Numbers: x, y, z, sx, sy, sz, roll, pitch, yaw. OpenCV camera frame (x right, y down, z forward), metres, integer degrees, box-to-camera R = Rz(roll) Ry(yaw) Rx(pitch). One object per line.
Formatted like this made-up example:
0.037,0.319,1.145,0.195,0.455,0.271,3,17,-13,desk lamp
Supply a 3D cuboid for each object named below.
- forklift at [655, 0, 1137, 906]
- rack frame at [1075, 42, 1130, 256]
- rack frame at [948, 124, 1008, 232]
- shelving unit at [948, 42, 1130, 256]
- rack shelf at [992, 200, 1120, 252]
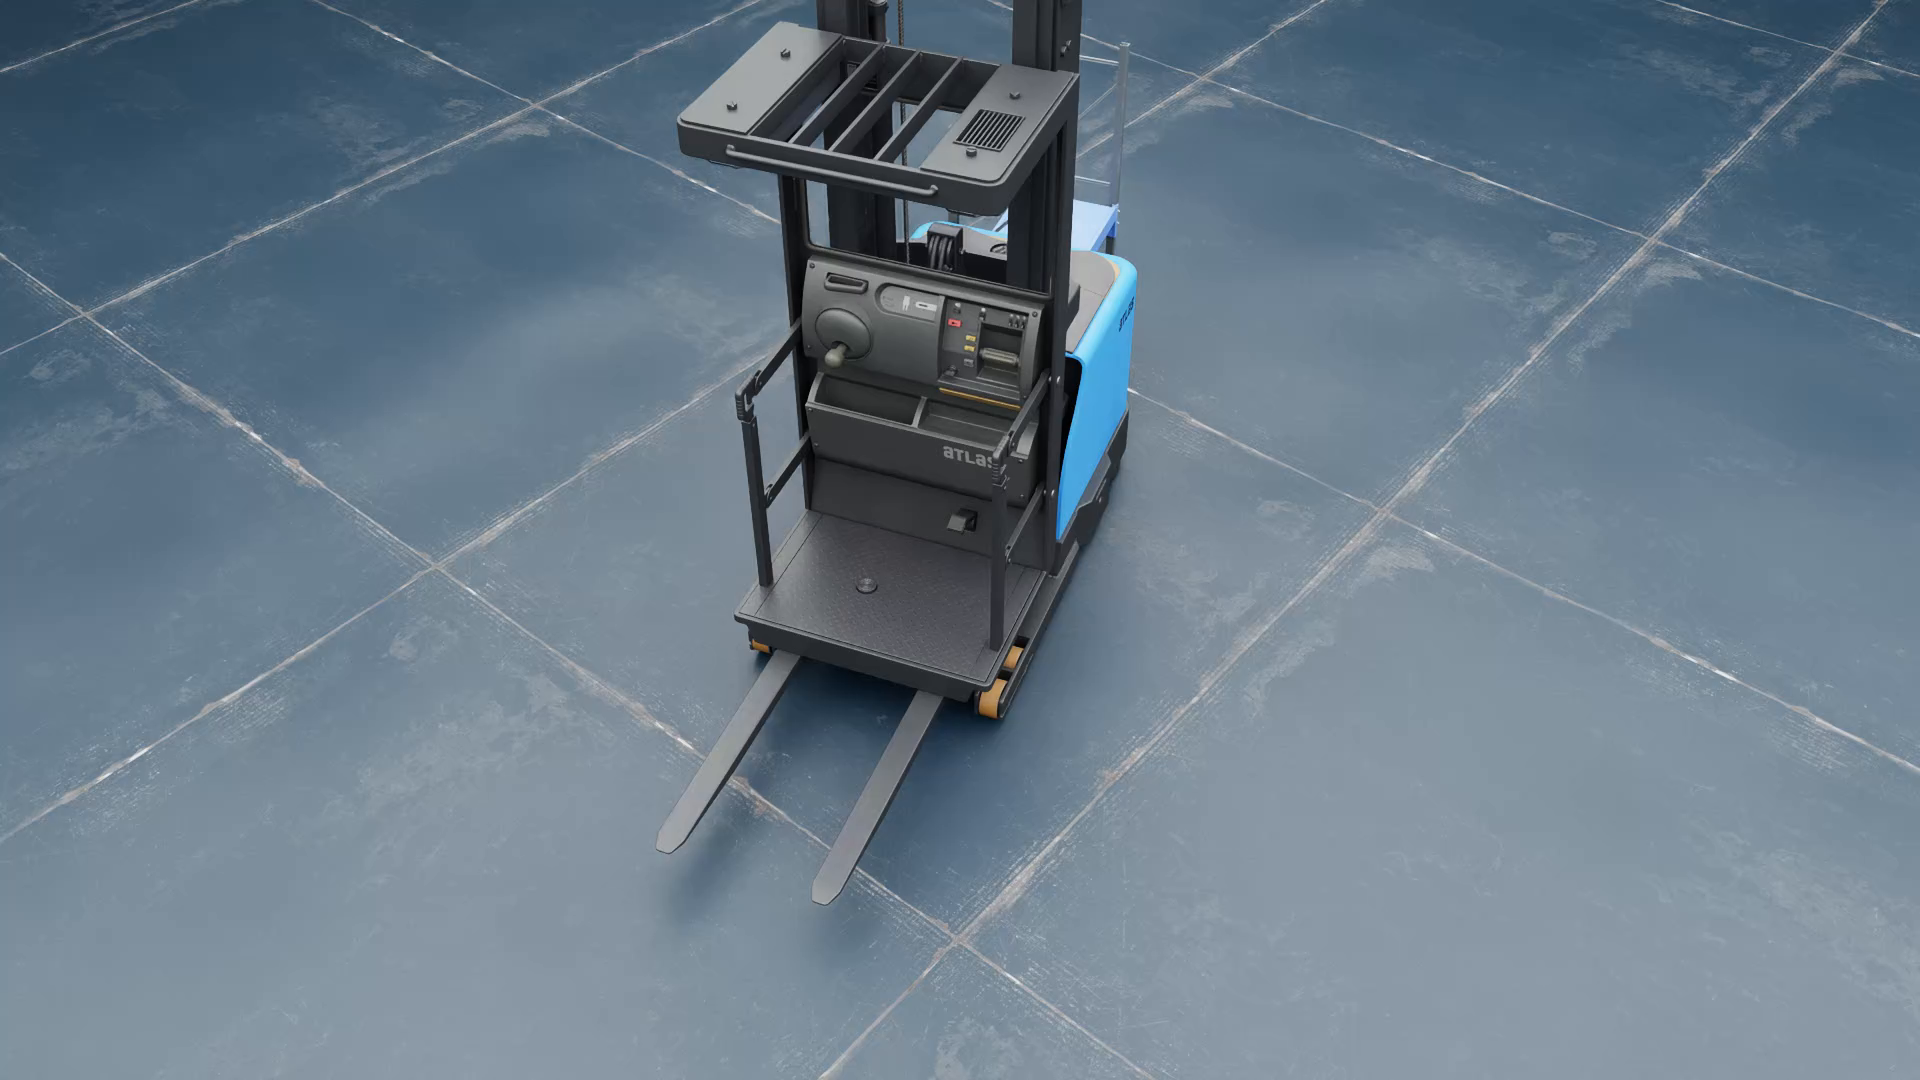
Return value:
-0.225,-0.693,6.016,1.130,2.935,3.031,15,44,15,forklift
0.555,-1.809,8.307,0.500,1.500,0.032,15,44,16,rack frame
0.187,-1.172,7.606,0.500,1.500,0.032,15,44,16,rack frame
0.371,-1.490,7.957,0.538,1.500,1.048,15,44,16,shelving unit
0.371,-1.357,8.078,0.538,0.185,1.000,15,44,16,rack shelf
